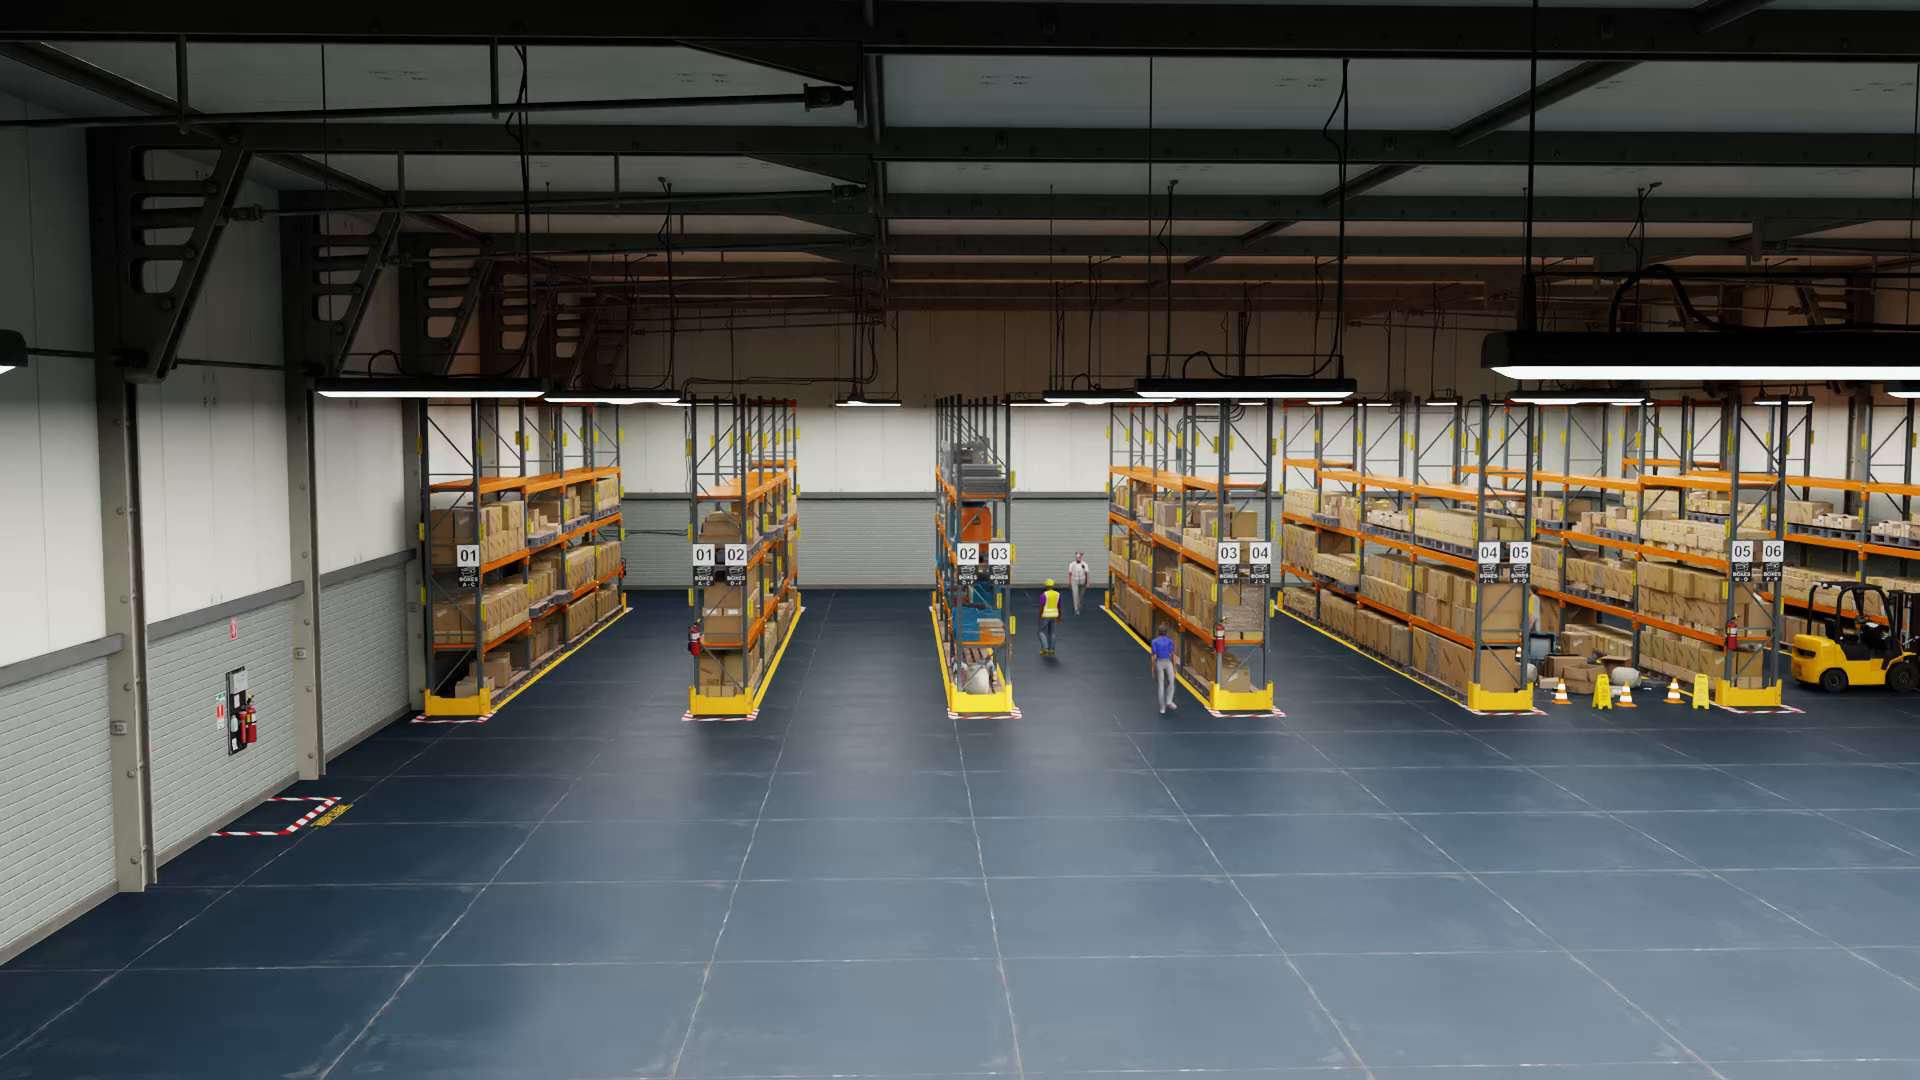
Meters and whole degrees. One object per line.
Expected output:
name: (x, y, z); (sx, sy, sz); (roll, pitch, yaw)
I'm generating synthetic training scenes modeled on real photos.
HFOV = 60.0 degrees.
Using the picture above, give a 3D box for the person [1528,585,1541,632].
person: (13.288, 1.882, 38.528); (0.437, 1.697, 0.683); (-1, 5, -15)

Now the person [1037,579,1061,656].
person: (2.073, 1.806, 38.706); (0.609, 1.787, 0.403); (-2, 5, -27)

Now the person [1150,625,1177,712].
person: (3.845, 2.424, 31.389); (0.503, 1.646, 0.457); (1, 5, 7)

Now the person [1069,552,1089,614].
person: (3.336, 1.191, 46.508); (0.558, 1.702, 1.058); (0, 5, -4)

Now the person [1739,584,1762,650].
person: (17.941, 1.897, 37.566); (0.570, 1.814, 0.595); (-1, 5, -13)
